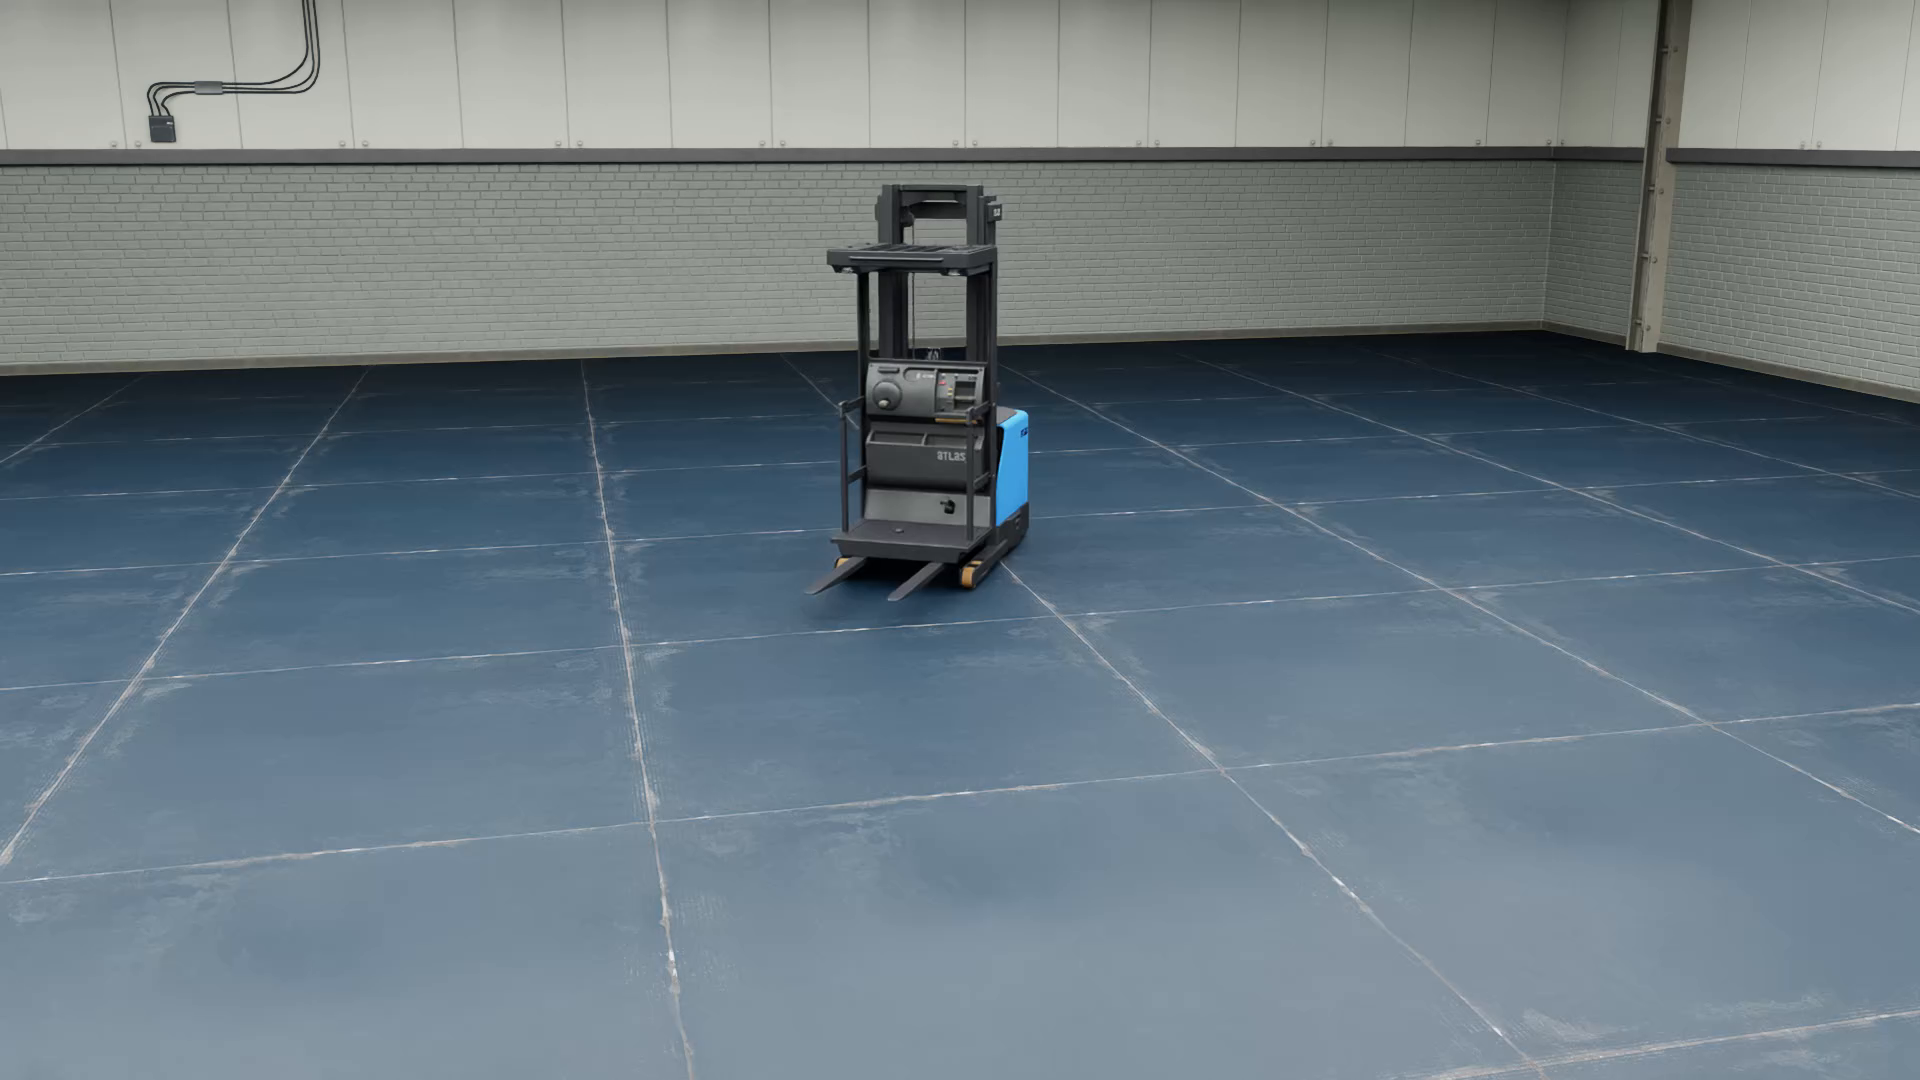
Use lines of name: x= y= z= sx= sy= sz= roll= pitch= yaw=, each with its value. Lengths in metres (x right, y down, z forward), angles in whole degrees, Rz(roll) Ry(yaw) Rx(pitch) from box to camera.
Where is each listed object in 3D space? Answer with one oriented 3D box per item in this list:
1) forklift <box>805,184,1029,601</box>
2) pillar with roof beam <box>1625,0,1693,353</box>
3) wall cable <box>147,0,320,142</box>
forklift: x=-0.325 y=-1.163 z=12.510 sx=1.130 sy=2.935 sz=3.031 roll=4 pitch=14 yaw=16
pillar with roof beam: x=6.502 y=-7.099 z=24.022 sx=9.100 sy=9.000 sz=0.400 roll=-3 pitch=14 yaw=-13
wall cable: x=-10.107 y=-8.514 z=22.648 sx=2.305 sy=6.003 sz=0.169 roll=-3 pitch=14 yaw=-13
